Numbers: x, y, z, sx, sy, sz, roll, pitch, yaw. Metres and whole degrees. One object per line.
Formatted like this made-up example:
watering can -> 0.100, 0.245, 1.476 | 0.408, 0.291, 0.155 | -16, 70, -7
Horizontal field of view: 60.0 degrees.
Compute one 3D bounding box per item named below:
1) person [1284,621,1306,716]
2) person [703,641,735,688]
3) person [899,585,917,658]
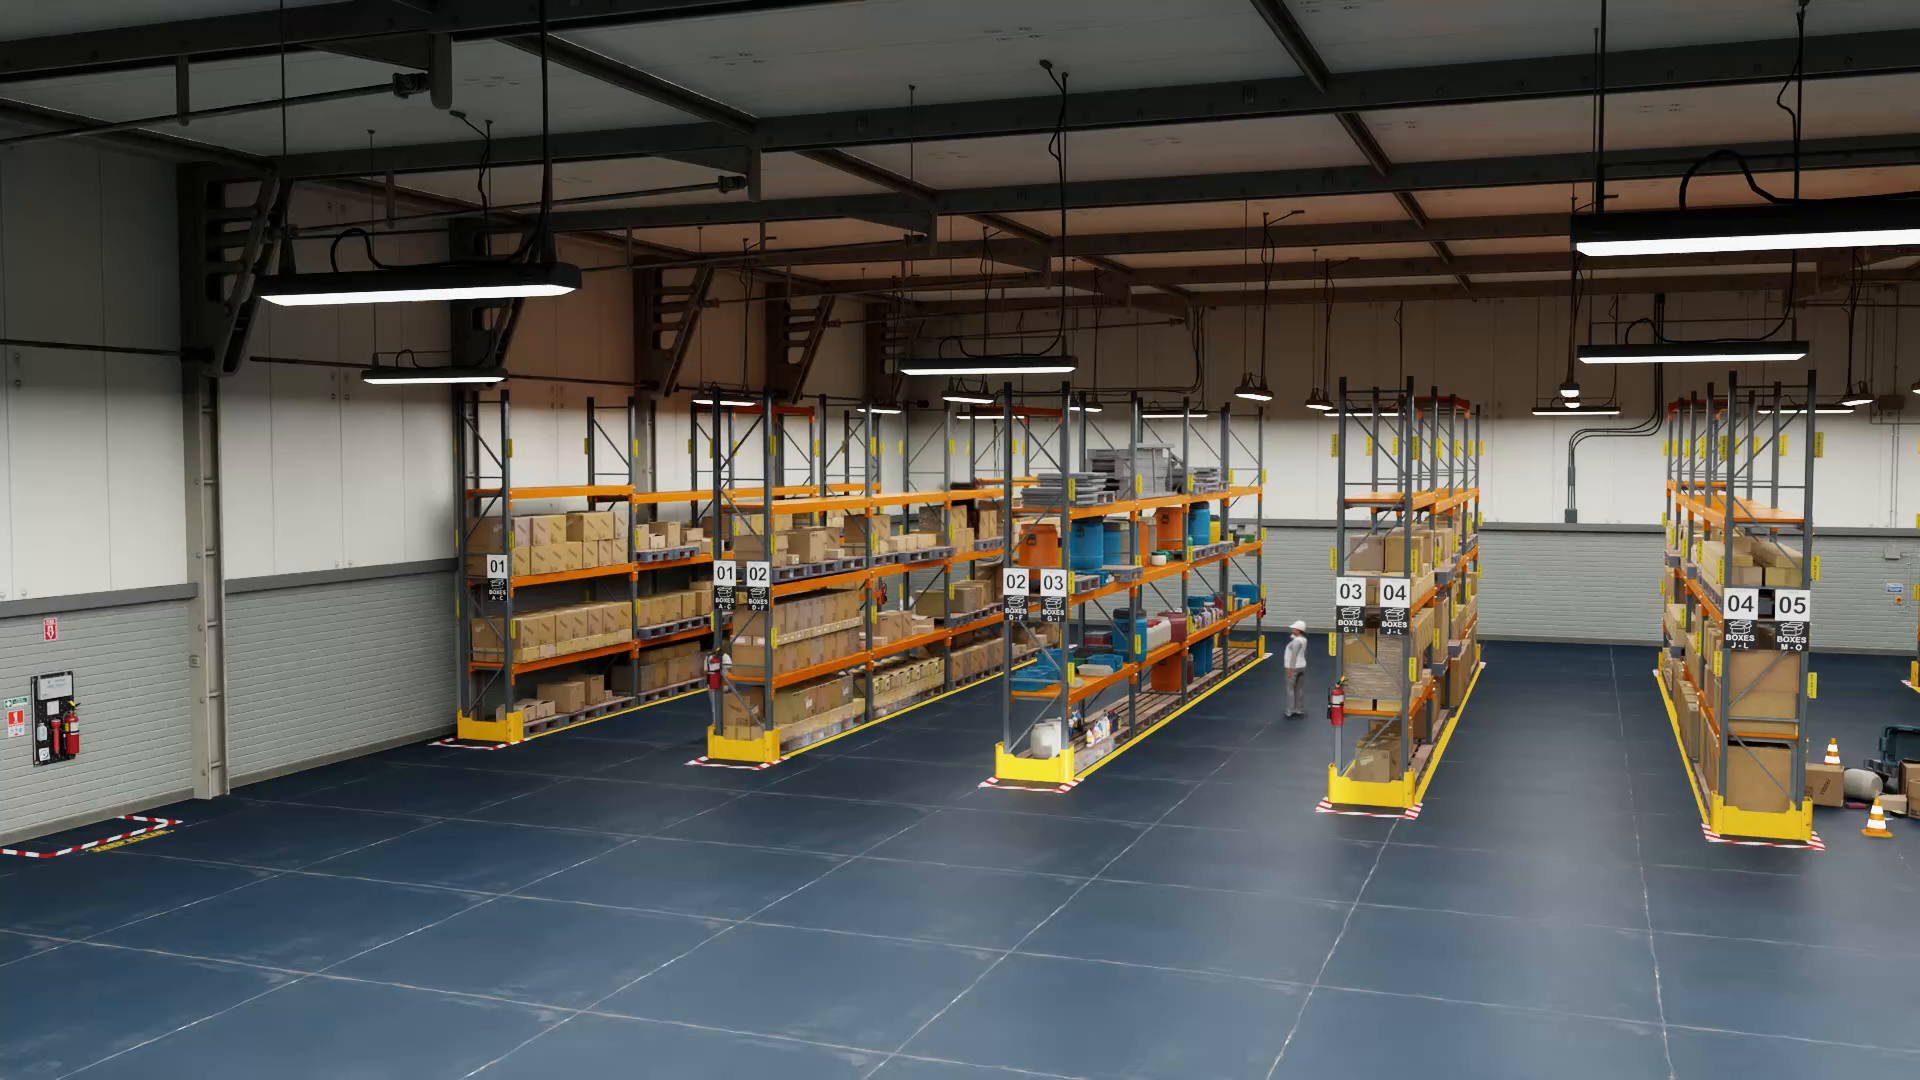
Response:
person -> 6.284, 2.400, 31.222 | 0.531, 1.777, 0.459 | -3, 4, -45
person -> -4.261, 2.619, 29.363 | 0.545, 1.721, 0.674 | -1, 3, -14
person -> -1.157, 1.899, 38.658 | 0.531, 1.694, 0.506 | 2, 4, 31
